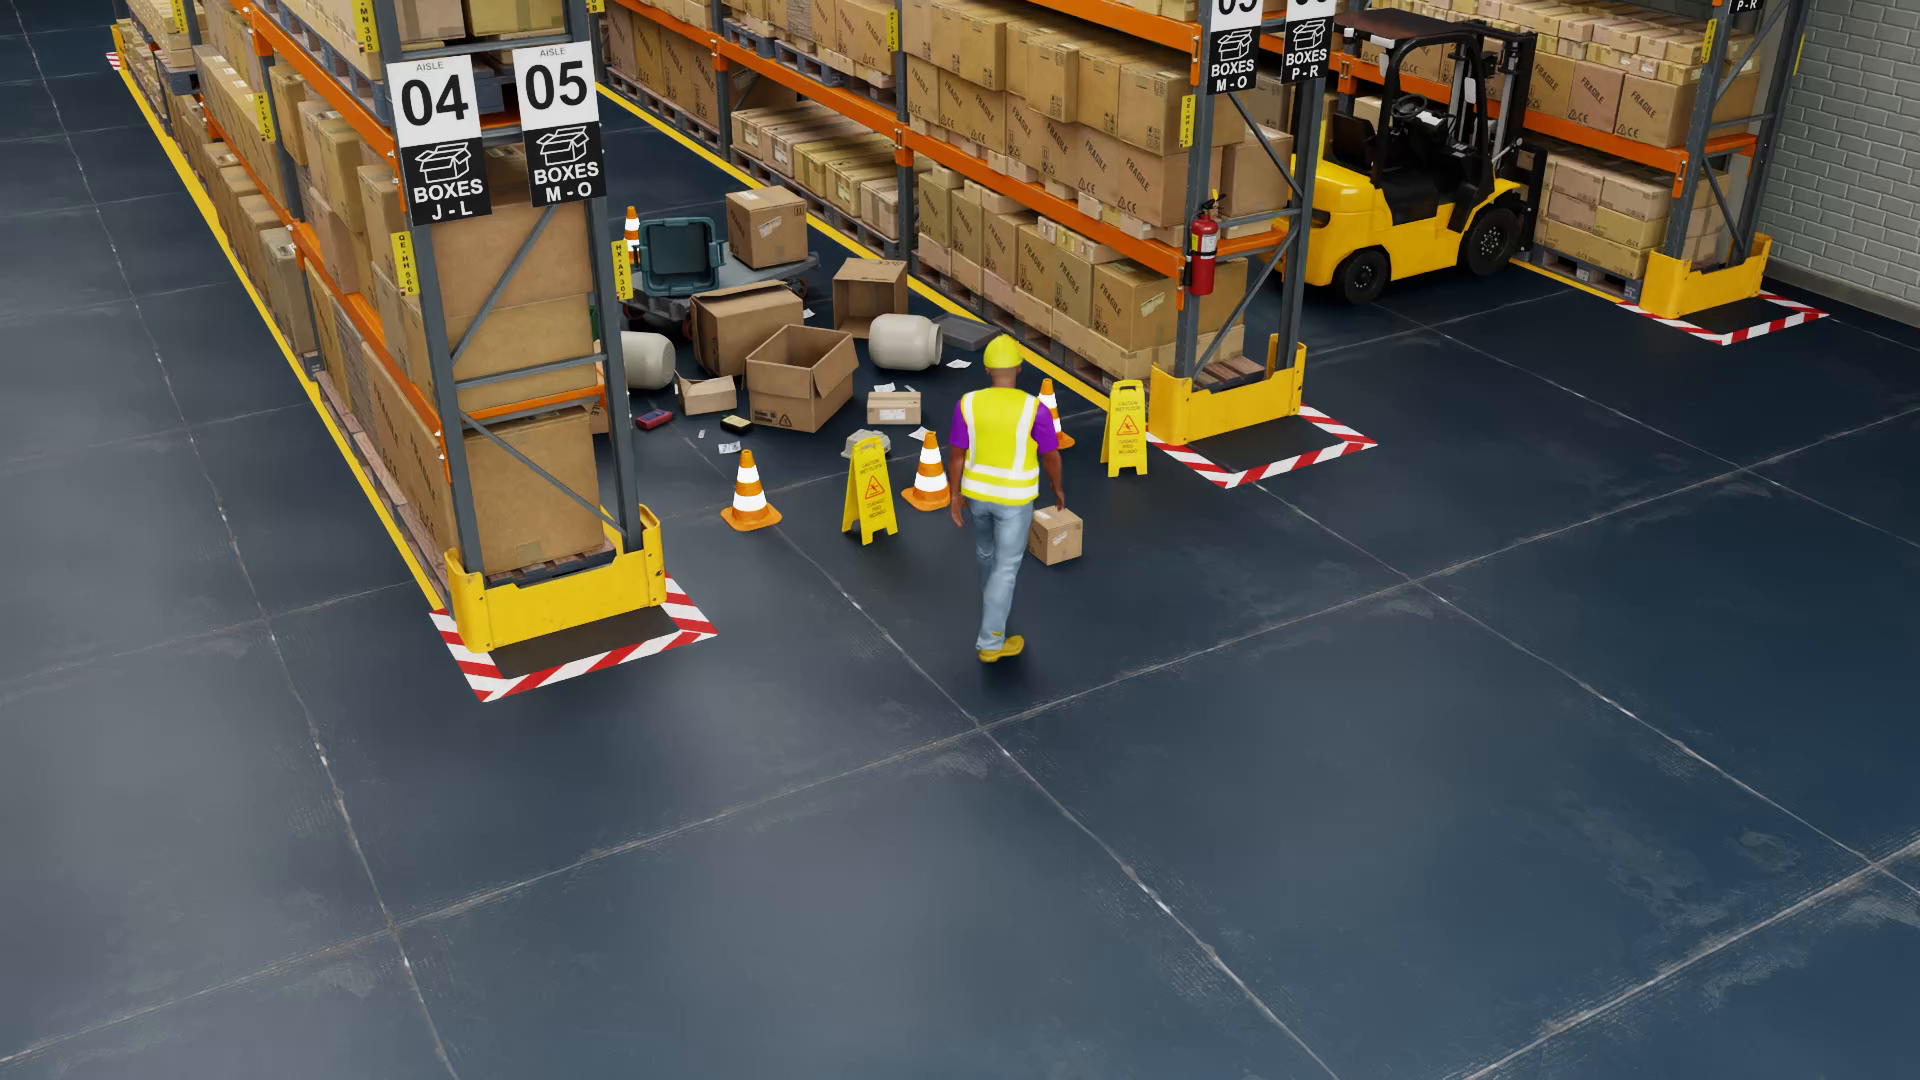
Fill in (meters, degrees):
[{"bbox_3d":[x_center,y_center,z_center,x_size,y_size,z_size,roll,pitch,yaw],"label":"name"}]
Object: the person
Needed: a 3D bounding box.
[{"bbox_3d":[0.253,-0.271,9.045,0.582,1.735,0.925,13,31,22],"label":"person"}]
